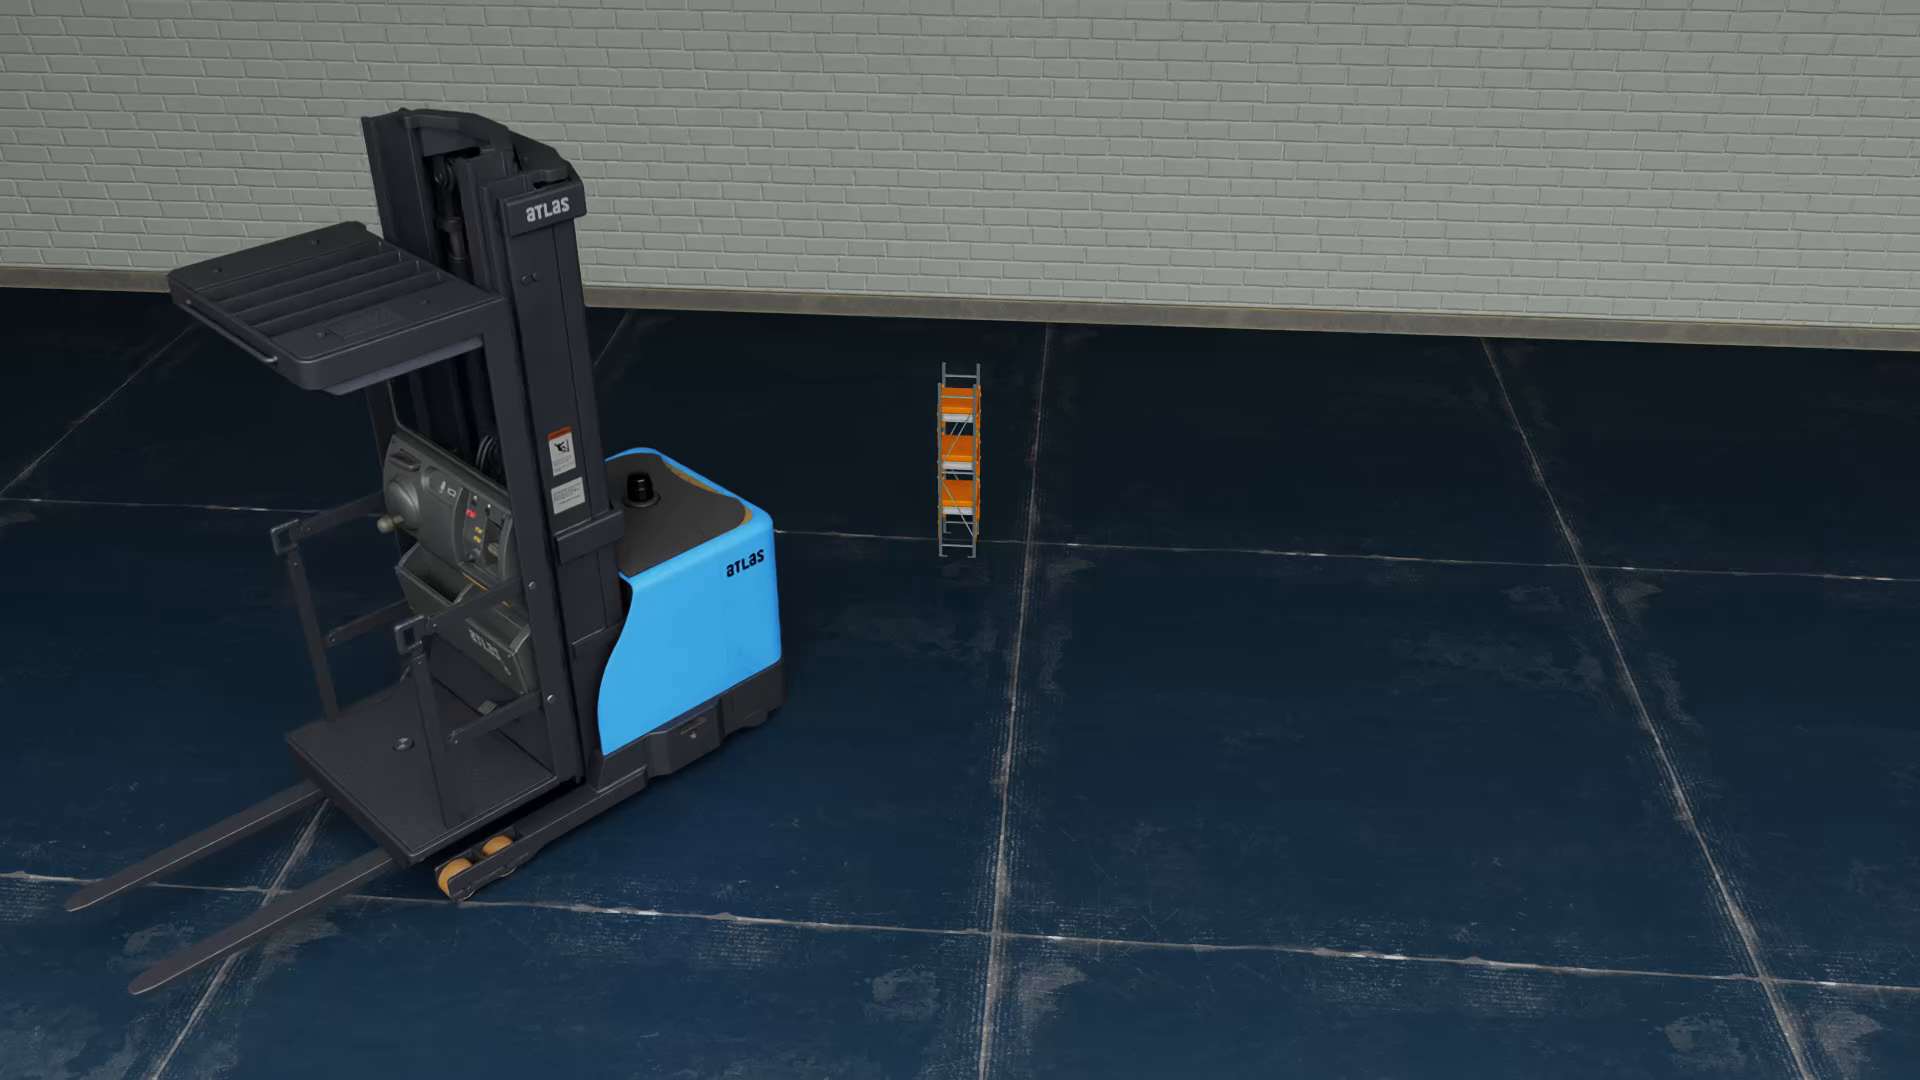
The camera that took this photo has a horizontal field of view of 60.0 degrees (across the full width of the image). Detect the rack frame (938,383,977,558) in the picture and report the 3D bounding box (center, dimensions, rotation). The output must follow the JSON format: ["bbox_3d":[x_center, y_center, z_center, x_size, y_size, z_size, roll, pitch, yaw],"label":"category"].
[{"bbox_3d":[-0.014,-0.355,8.826,0.200,1.050,0.008,2,32,4],"label":"rack frame"}]

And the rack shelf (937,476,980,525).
[{"bbox_3d":[-0.004,-0.173,9.081,0.215,0.259,0.240,2,32,4],"label":"rack shelf"}]

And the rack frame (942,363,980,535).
[{"bbox_3d":[0.006,-0.483,9.033,0.200,1.050,0.008,2,32,4],"label":"rack frame"}]

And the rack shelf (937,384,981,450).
[{"bbox_3d":[-0.004,-0.652,8.786,0.215,0.259,0.240,2,32,4],"label":"rack shelf"}]

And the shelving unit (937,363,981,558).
[{"bbox_3d":[-0.004,-0.419,8.929,0.215,1.050,0.252,2,32,4],"label":"shelving unit"}]

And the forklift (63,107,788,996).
[{"bbox_3d":[-2.212,-0.073,6.575,1.130,2.935,3.031,27,41,37],"label":"forklift"}]

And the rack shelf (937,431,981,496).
[{"bbox_3d":[-0.004,-0.410,8.935,0.215,0.259,0.240,2,32,4],"label":"rack shelf"}]
